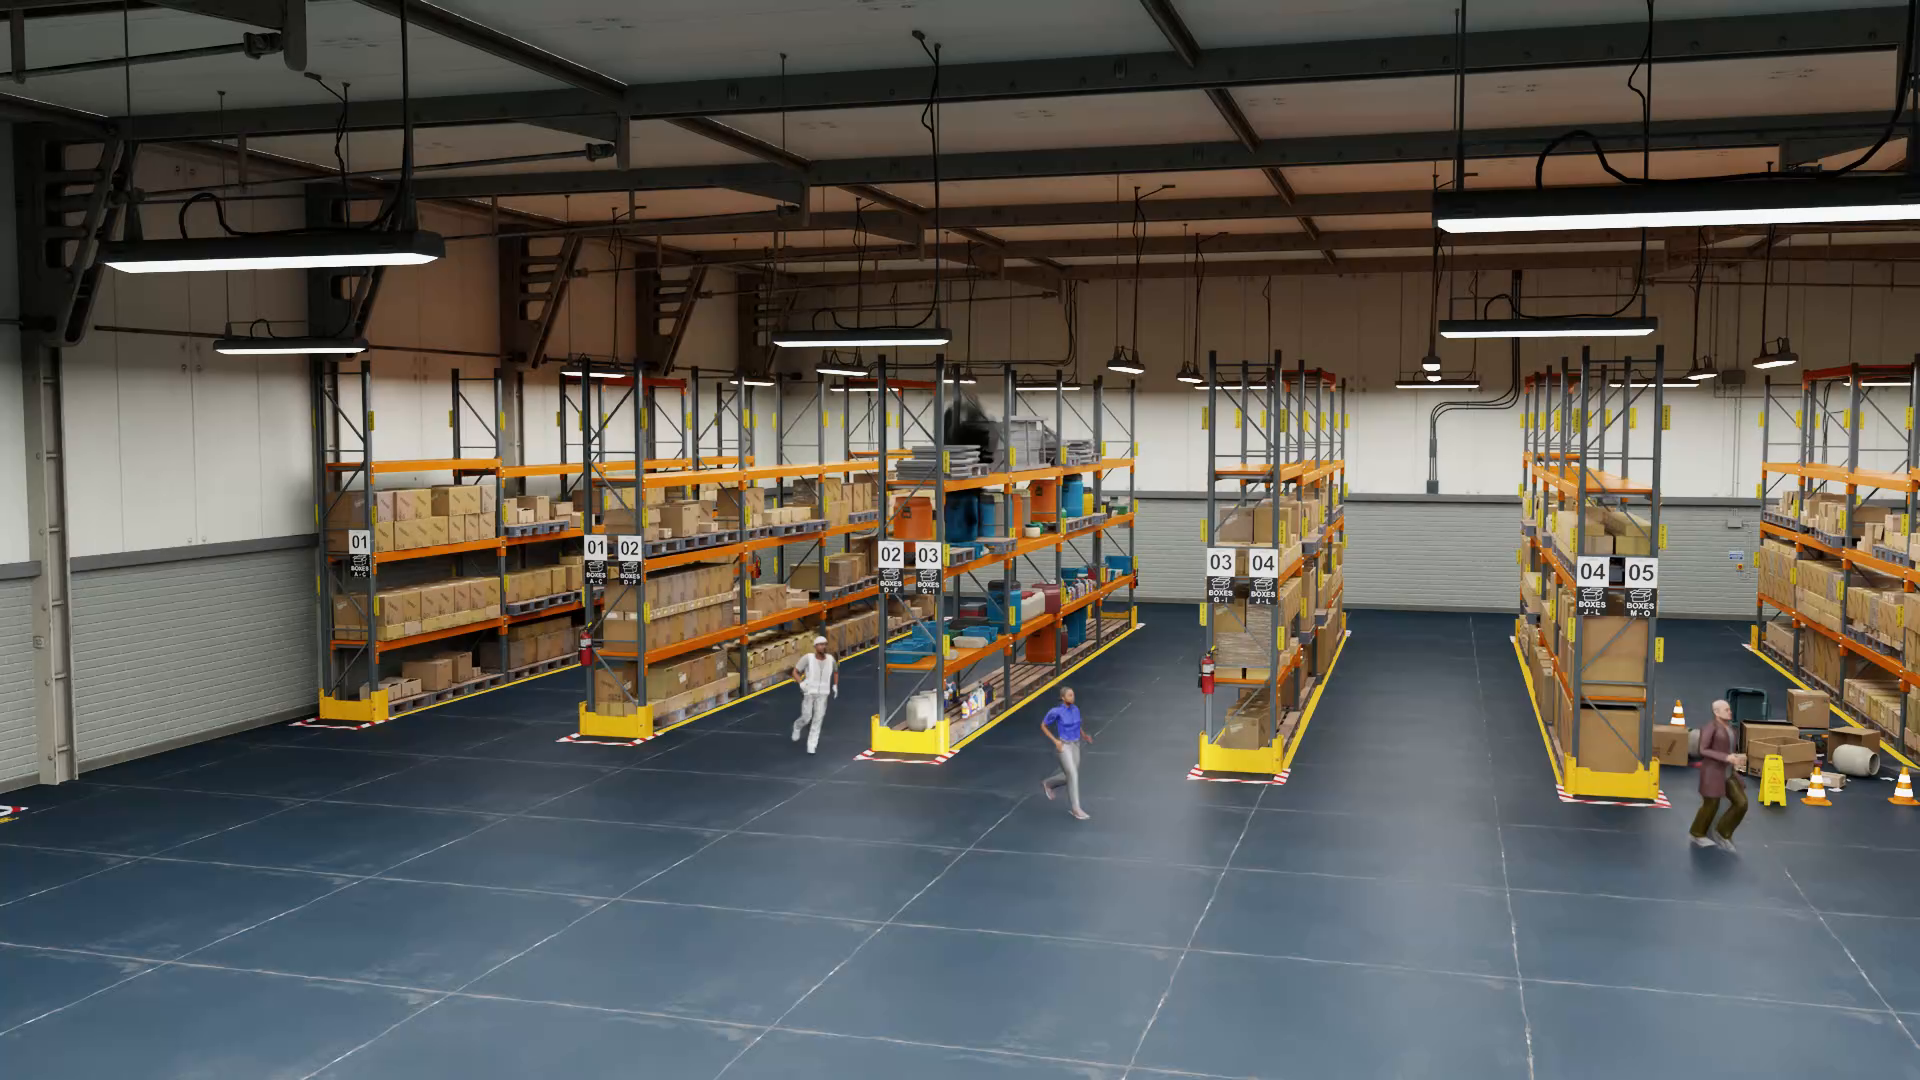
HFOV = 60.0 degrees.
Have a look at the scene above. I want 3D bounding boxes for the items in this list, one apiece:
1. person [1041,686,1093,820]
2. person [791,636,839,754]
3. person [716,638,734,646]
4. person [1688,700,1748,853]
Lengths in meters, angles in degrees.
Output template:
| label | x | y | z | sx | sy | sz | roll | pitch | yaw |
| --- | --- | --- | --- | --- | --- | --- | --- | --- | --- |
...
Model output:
| label | x | y | z | sx | sy | sz | roll | pitch | yaw |
| --- | --- | --- | --- | --- | --- | --- | --- | --- | --- |
| person | 1.335 | 2.684 | 21.178 | 0.579 | 1.657 | 0.830 | -4 | 6 | -44 |
| person | -2.166 | 2.331 | 25.305 | 0.741 | 1.728 | 0.833 | -2 | 4 | -21 |
| person | -5.062 | 1.615 | 35.895 | 0.624 | 1.753 | 0.718 | 1 | 4 | 19 |
| person | 8.817 | 2.755 | 19.303 | 0.695 | 1.809 | 0.781 | -2 | 5 | -27 |
